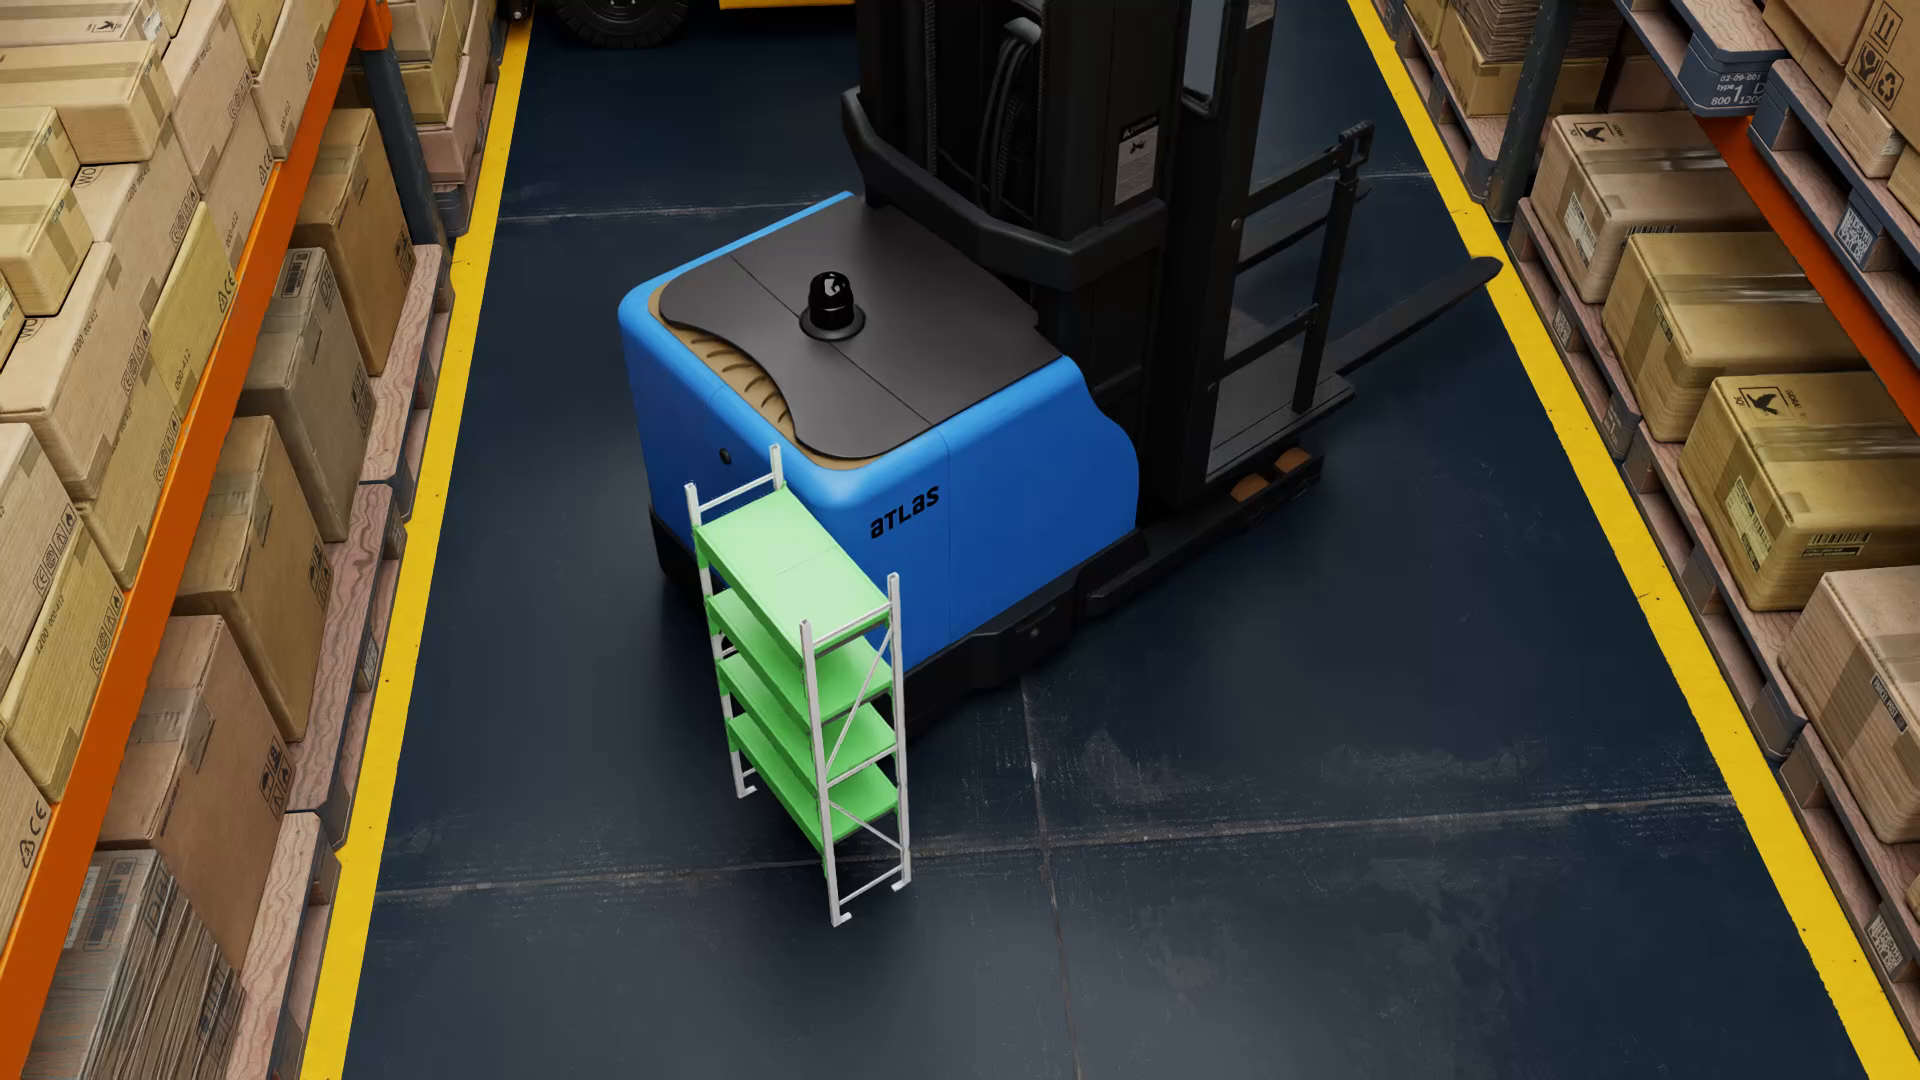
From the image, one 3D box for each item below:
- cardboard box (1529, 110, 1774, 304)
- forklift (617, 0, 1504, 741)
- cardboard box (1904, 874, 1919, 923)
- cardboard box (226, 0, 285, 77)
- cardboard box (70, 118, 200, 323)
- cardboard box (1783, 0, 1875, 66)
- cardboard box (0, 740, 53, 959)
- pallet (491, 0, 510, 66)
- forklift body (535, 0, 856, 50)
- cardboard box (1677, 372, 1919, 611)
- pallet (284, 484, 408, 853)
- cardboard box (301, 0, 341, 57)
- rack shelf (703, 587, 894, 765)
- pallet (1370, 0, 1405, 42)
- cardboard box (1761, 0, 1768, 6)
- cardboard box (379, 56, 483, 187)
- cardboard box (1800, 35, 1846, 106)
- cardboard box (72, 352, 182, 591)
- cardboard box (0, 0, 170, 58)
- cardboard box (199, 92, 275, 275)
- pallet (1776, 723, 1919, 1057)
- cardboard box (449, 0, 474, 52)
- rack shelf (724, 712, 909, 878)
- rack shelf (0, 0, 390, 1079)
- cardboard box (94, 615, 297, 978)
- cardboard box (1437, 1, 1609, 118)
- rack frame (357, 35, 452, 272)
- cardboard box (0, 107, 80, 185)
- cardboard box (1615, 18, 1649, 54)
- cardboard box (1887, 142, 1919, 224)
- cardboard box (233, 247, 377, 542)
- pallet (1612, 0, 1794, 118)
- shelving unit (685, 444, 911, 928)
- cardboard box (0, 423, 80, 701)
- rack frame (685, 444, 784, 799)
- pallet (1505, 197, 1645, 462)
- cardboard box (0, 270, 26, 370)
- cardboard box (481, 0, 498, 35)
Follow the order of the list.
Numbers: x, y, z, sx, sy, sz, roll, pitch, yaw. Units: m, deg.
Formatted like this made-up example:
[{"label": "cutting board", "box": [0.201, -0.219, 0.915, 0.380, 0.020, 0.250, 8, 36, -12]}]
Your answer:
[{"label": "cardboard box", "box": [2.591, -1.179, 5.822, 0.950, 0.372, 0.625, -3, 47, -3]}, {"label": "forklift", "box": [0.538, -1.322, 4.483, 3.031, 2.935, 1.130, -31, 54, -26]}, {"label": "cardboard box", "box": [2.842, 0.926, 3.828, 0.950, 0.372, 0.625, -6, 47, -6]}, {"label": "cardboard box", "box": [-2.056, -1.422, 4.290, 0.500, 0.250, 0.500, -5, 47, -4]}, {"label": "cardboard box", "box": [-1.995, -0.686, 3.592, 0.500, 0.250, 0.500, -3, 47, -3]}, {"label": "cardboard box", "box": [2.368, -1.521, 4.062, 0.500, 0.500, 0.500, -4, 47, -4]}, {"label": "cardboard box", "box": [-1.860, 0.596, 2.723, 0.500, 0.250, 0.500, -3, 47, -3]}, {"label": "pallet", "box": [-2.532, -2.517, 7.489, 1.003, 0.211, 1.213, -3, 47, -3]}, {"label": "forklift body", "box": [-0.760, -3.354, 6.946, 2.313, 2.155, 1.214, -3, 47, -3]}, {"label": "cardboard box", "box": [2.714, -0.156, 4.853, 0.950, 0.372, 0.625, -2, 47, -2]}, {"label": "pallet", "box": [-2.196, 0.361, 4.763, 1.003, 0.211, 1.213, -3, 47, -3]}, {"label": "cardboard box", "box": [-2.099, -1.613, 4.815, 0.500, 0.250, 0.500, -3, 47, -2]}, {"label": "rack shelf", "box": [-0.372, 0.269, 3.926, 0.258, 0.148, 0.480, -27, 52, -23]}, {"label": "pallet", "box": [2.348, -2.727, 7.688, 1.003, 0.211, 1.213, -3, 47, -3]}, {"label": "cardboard box", "box": [2.388, -1.575, 4.560, 0.380, 0.149, 0.250, -1, 47, -1]}, {"label": "cardboard box", "box": [-2.112, -1.582, 6.287, 0.500, 0.250, 0.500, -3, 47, -3]}, {"label": "cardboard box", "box": [2.386, -1.207, 4.211, 0.380, 0.149, 0.250, -3, 47, -3]}, {"label": "cardboard box", "box": [-1.948, -0.140, 3.420, 0.500, 0.250, 0.500, -5, 47, -5]}, {"label": "cardboard box", "box": [-2.015, -1.114, 3.724, 0.380, 0.149, 0.250, -3, 47, -3]}, {"label": "cardboard box", "box": [-2.040, -0.889, 4.129, 0.500, 0.250, 0.500, -3, 47, -3]}, {"label": "pallet", "box": [2.815, 0.970, 4.186, 1.003, 0.211, 1.213, -3, 47, -3]}, {"label": "cardboard box", "box": [-2.179, -2.117, 6.449, 0.500, 0.250, 0.500, -4, 47, -4]}, {"label": "rack shelf", "box": [-0.372, 0.600, 4.274, 0.258, 0.148, 0.480, -27, 52, -23]}, {"label": "rack shelf", "box": [-2.234, -0.319, 3.982, 1.077, 0.370, 4.000, -3, 47, -3]}, {"label": "cardboard box", "box": [-2.168, 0.628, 3.935, 0.875, 0.625, 0.625, -2, 47, -2]}, {"label": "cardboard box", "box": [2.227, -1.928, 6.615, 0.500, 0.250, 0.500, -2, 47, -1]}, {"label": "rack frame", "box": [-2.402, -2.013, 5.091, 1.000, 3.000, 0.127, -3, 47, -3]}, {"label": "cardboard box", "box": [-2.037, -0.741, 3.370, 0.380, 0.149, 0.250, -3, 47, -3]}, {"label": "cardboard box", "box": [2.764, -2.218, 6.373, 0.500, 0.500, 0.500, -1, 47, -1]}, {"label": "cardboard box", "box": [2.409, -0.821, 3.845, 0.380, 0.149, 0.250, -5, 47, -5]}, {"label": "cardboard box", "box": [-2.289, -0.402, 4.912, 0.875, 0.625, 0.625, -4, 47, -4]}, {"label": "pallet", "box": [2.463, -1.690, 4.917, 1.003, 0.211, 1.213, -3, 47, -3]}, {"label": "shelving unit", "box": [-0.372, 0.391, 4.054, 0.258, 1.200, 0.503, -27, 52, -23]}, {"label": "cardboard box", "box": [-1.901, 0.062, 2.884, 0.500, 0.250, 0.500, -2, 47, -2]}, {"label": "rack frame", "box": [-0.513, 0.246, 4.191, 0.240, 1.200, 0.015, -27, 52, -23]}, {"label": "pallet", "box": [2.611, -0.796, 5.858, 1.003, 0.211, 1.213, -3, 47, -3]}, {"label": "cardboard box", "box": [-1.956, -0.371, 3.020, 0.380, 0.149, 0.250, -3, 47, -3]}, {"label": "cardboard box", "box": [-2.229, -2.320, 6.985, 0.500, 0.250, 0.500, -3, 47, -3]}]
